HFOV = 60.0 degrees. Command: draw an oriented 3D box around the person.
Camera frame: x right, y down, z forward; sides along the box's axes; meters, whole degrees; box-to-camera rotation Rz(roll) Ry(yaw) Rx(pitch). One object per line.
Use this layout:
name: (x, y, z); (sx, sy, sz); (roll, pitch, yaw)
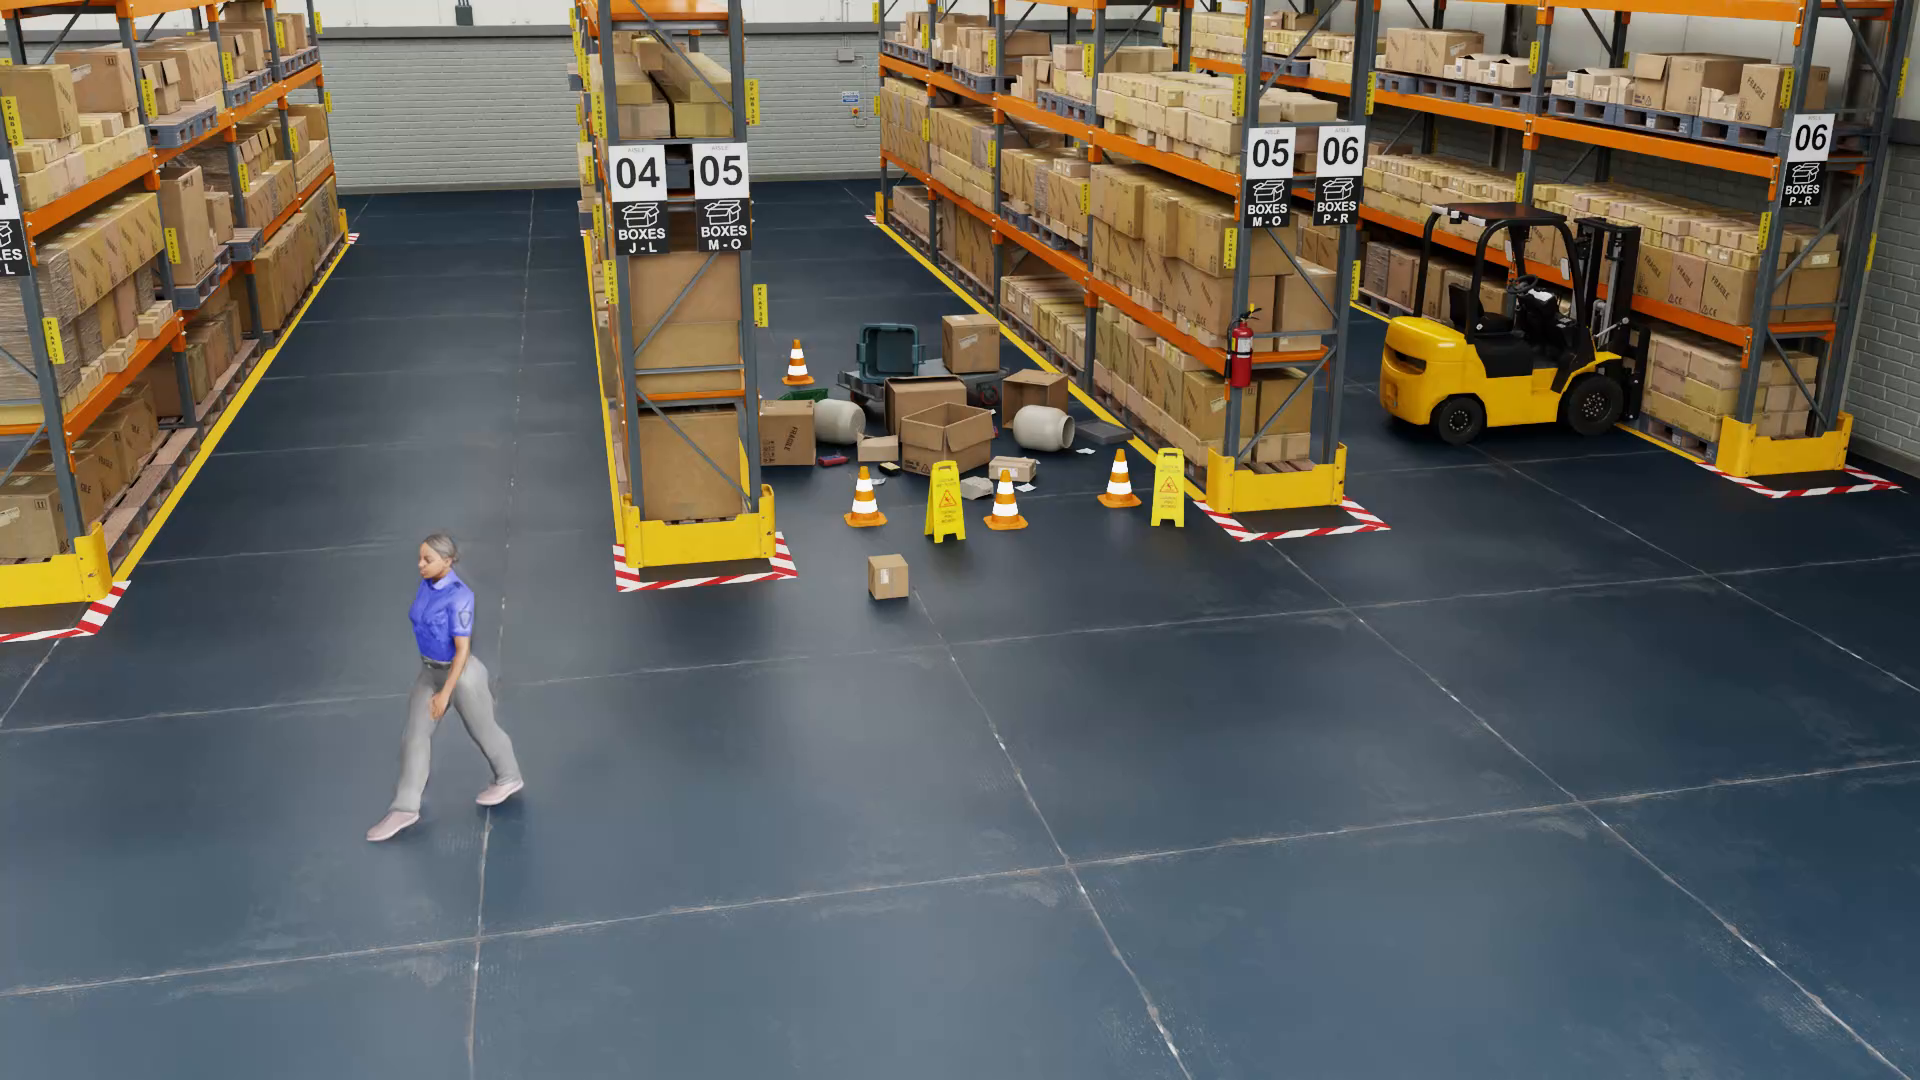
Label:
person: (-2.818, 0.858, 8.961); (0.402, 1.422, 0.885); (14, 24, 34)
